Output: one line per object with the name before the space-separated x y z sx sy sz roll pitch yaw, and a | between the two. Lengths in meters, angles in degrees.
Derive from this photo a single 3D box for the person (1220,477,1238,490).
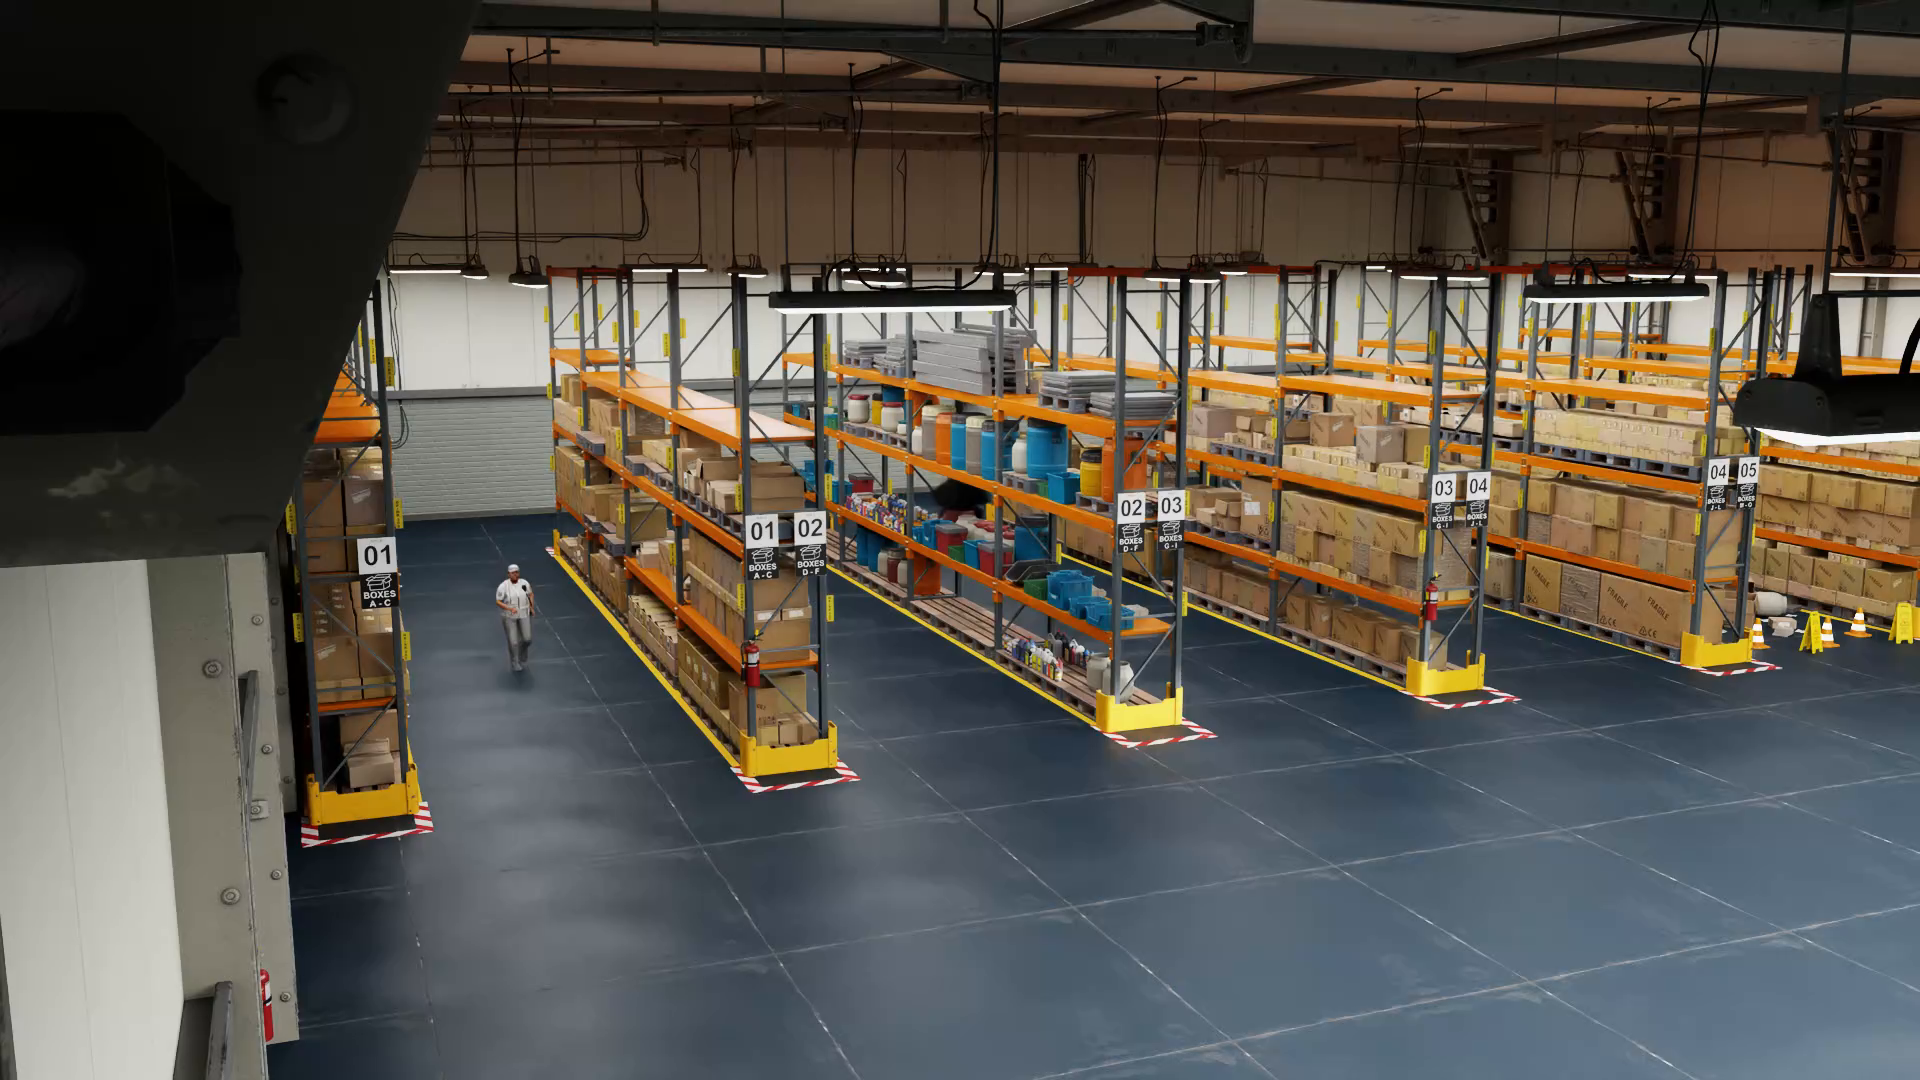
person | 6.642 -1.698 41.639 0.867 1.642 0.638 7 12 34

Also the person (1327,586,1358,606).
person | 6.881 0.473 29.658 0.571 1.547 0.916 -5 11 -28

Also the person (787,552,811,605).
person | -2.751 0.288 28.251 0.683 1.780 0.849 -7 12 -34

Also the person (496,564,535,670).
person | -6.714 1.183 25.236 0.599 1.616 0.539 -5 11 -27
